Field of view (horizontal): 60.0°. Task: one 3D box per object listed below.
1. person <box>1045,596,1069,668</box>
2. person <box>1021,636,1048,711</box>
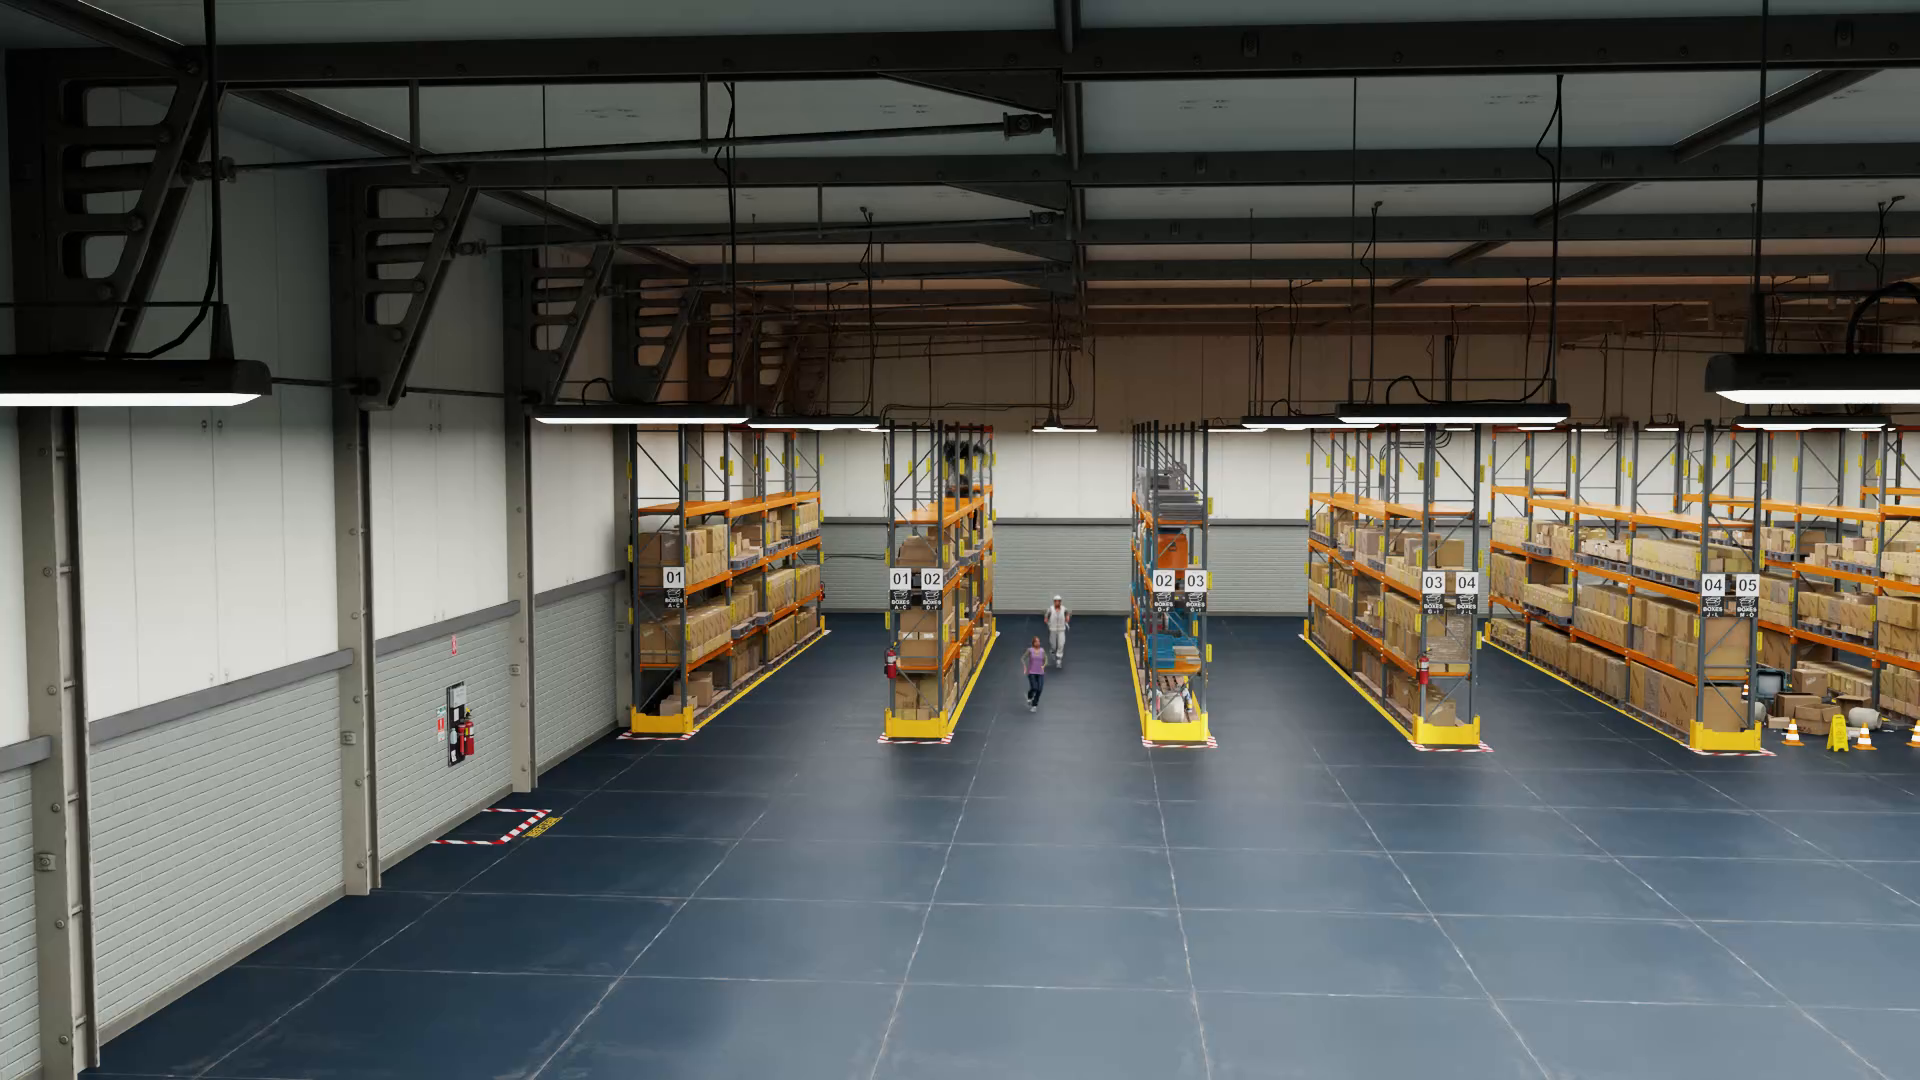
[{"bbox_3d":[2.397,2.239,41.025,0.613,1.770,0.934,0,4,-3],"label":"person"},{"bbox_3d":[1.572,2.773,34.328,0.537,1.553,0.537,-1,4,-12],"label":"person"}]
